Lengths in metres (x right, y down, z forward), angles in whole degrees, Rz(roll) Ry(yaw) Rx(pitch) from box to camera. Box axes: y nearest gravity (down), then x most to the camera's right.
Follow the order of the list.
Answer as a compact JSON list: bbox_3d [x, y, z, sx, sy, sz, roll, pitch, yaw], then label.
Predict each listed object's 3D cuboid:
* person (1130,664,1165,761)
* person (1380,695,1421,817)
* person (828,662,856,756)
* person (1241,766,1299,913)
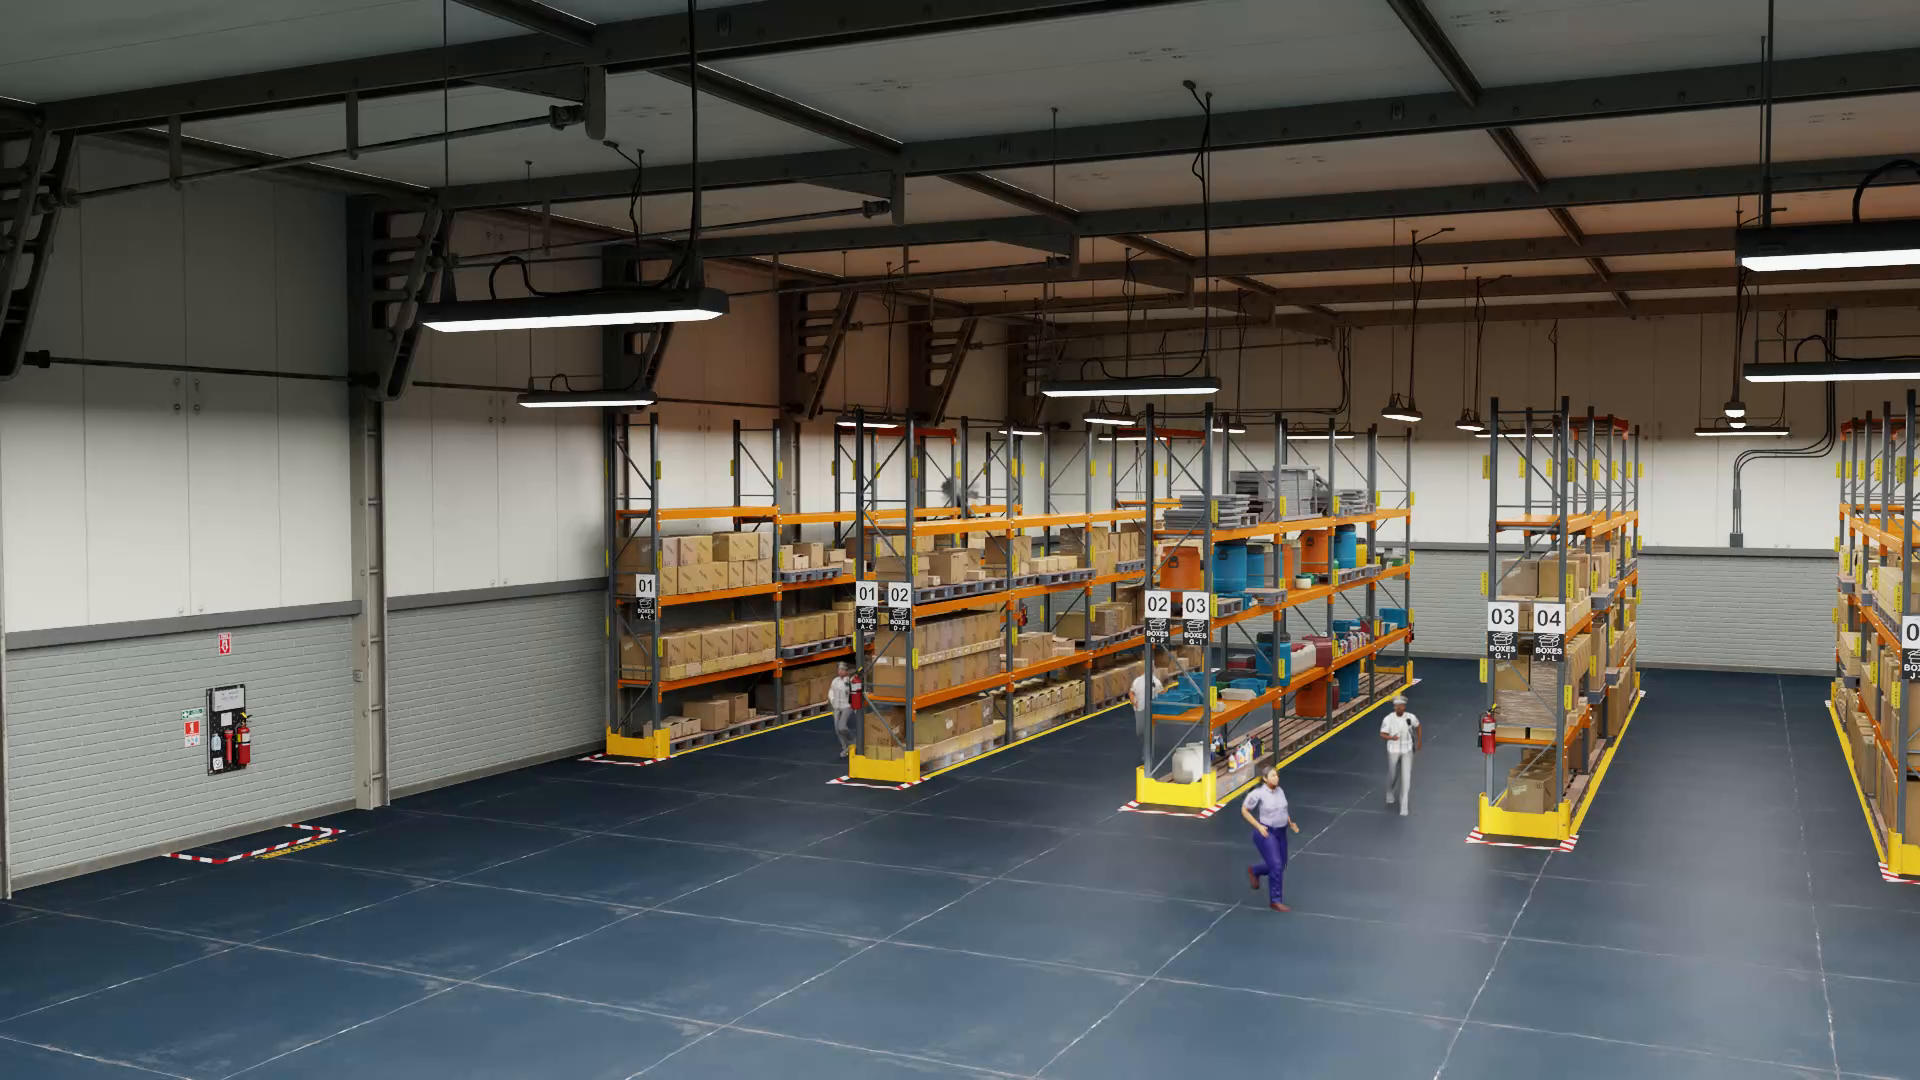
[{"bbox_3d":[3.259,2.972,29.011,0.611,1.653,0.765,1,3,19],"label":"person"},{"bbox_3d":[6.477,3.128,24.443,0.586,1.740,0.902,1,2,15],"label":"person"},{"bbox_3d":[-2.051,2.948,28.980,0.597,1.660,0.569,1,3,25],"label":"person"},{"bbox_3d":[3.523,3.405,19.090,0.607,1.631,0.745,-2,3,-36],"label":"person"}]
